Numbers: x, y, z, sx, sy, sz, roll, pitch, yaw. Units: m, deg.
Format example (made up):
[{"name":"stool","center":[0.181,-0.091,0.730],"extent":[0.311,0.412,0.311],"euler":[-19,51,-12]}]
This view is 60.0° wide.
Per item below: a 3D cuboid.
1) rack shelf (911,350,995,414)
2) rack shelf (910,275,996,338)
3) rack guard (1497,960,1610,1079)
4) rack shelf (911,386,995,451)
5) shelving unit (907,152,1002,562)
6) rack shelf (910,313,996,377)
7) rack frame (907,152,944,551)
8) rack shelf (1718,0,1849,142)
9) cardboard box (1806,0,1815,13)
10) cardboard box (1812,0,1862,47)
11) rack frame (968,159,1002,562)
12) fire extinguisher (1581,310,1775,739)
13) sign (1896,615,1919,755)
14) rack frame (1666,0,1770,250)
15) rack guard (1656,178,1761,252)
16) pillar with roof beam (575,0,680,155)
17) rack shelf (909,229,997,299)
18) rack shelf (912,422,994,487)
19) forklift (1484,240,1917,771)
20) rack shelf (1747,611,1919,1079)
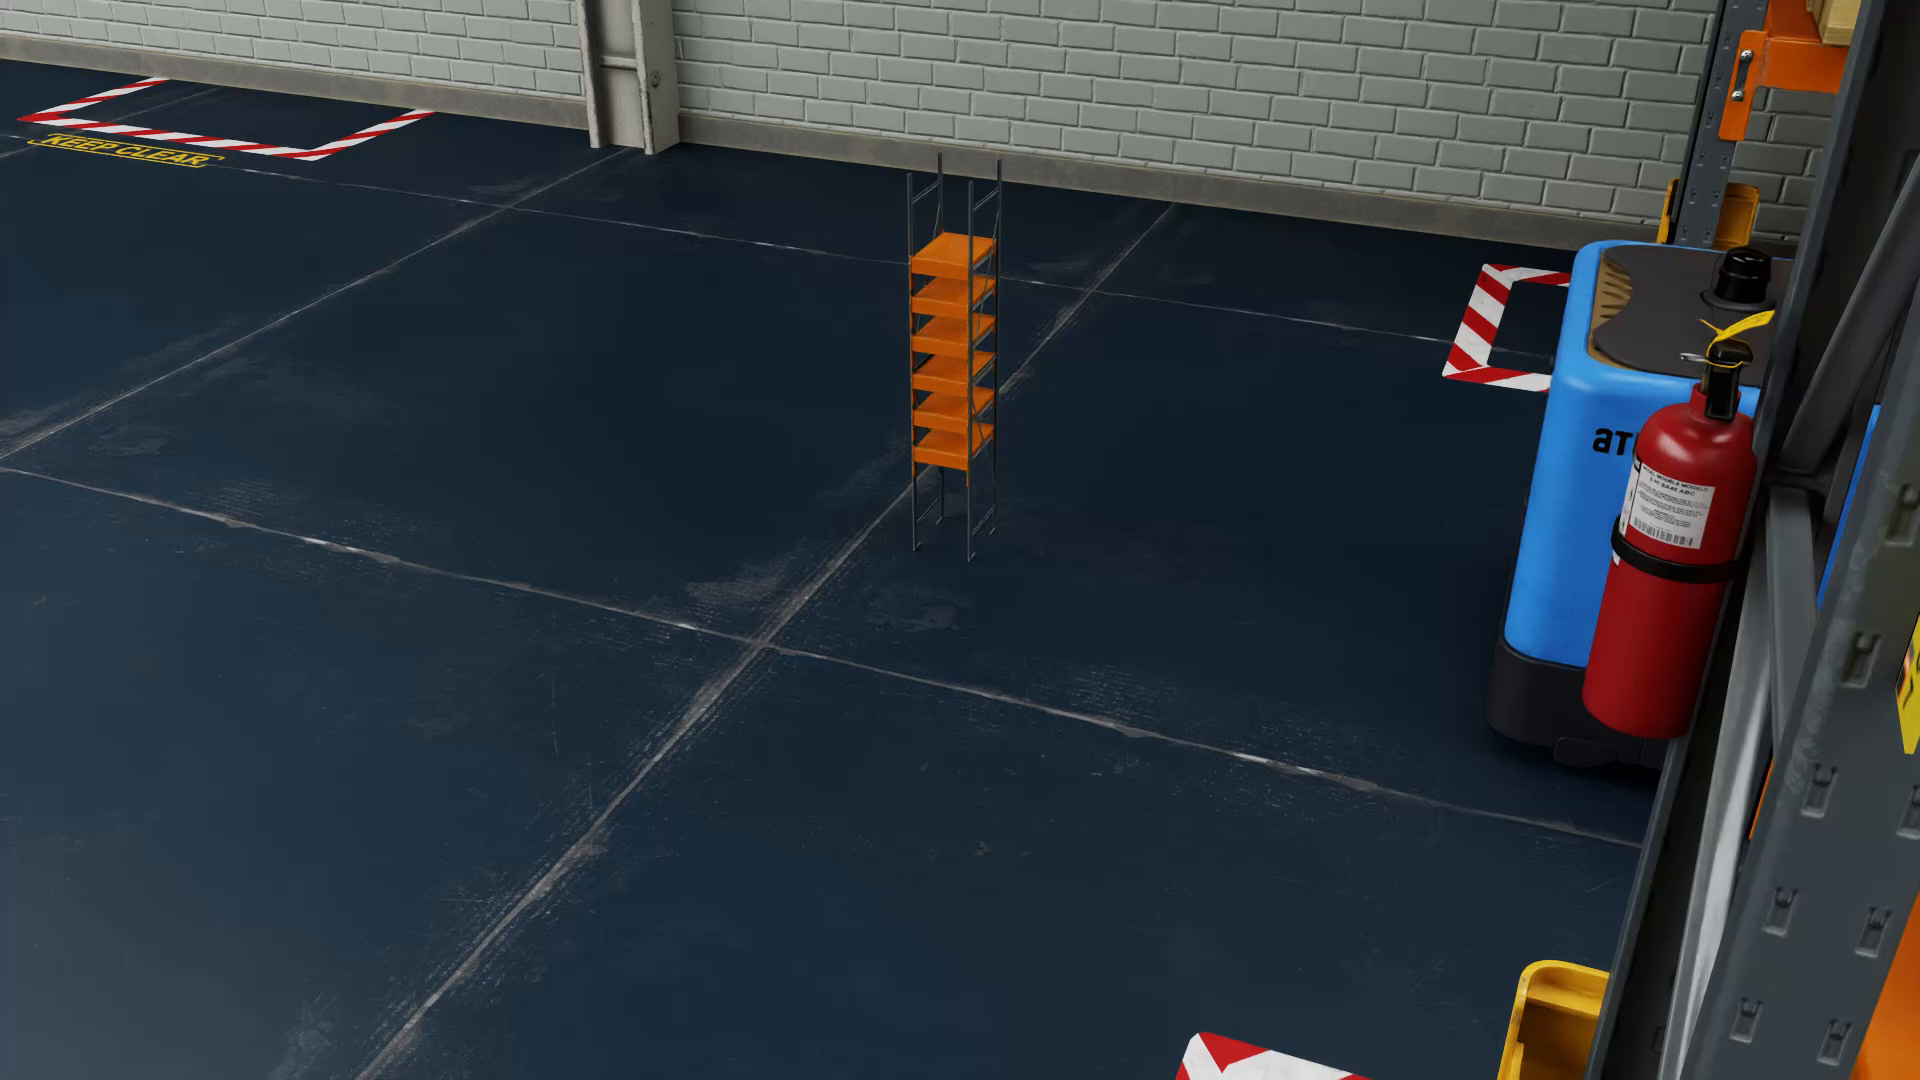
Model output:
[{"name":"rack shelf","center":[-0.013,-0.486,4.981],"extent":[0.180,0.103,0.258],"euler":[11,31,19]},{"name":"rack shelf","center":[-0.013,-0.695,4.863],"extent":[0.180,0.103,0.258],"euler":[11,31,19]},{"name":"rack guard","center":[0.939,1.245,2.539],"extent":[0.348,0.500,1.175],"euler":[11,31,19]},{"name":"rack shelf","center":[-0.013,-0.382,5.040],"extent":[0.180,0.103,0.258],"euler":[11,31,19]},{"name":"shelving unit","center":[-0.013,-0.525,4.959],"extent":[0.189,1.200,0.258],"euler":[11,31,19]},{"name":"rack shelf","center":[-0.013,-0.591,4.922],"extent":[0.180,0.103,0.258],"euler":[11,31,19]},{"name":"rack frame","center":[-0.098,-0.542,4.989],"extent":[0.006,1.200,0.240],"euler":[11,31,19]},{"name":"rack shelf","center":[4.674,-1.415,5.435],"extent":[4.000,0.370,1.077],"euler":[11,31,19]},{"name":"cardboard box","center":[3.327,-2.043,5.948],"extent":[0.500,0.250,0.500],"euler":[12,32,20]},{"name":"cardboard box","center":[3.154,-1.806,5.529],"extent":[0.500,0.250,0.500],"euler":[10,31,18]},{"name":"rack frame","center":[0.071,-0.508,4.930],"extent":[0.006,1.200,0.240],"euler":[11,31,19]},{"name":"fire extinguisher","center":[1.027,-0.038,2.348],"extent":[0.183,0.674,0.296],"euler":[11,31,19]},{"name":"sign","center":[0.747,0.002,1.237],"extent":[0.005,0.325,0.100],"euler":[11,31,19]},{"name":"rack frame","center":[2.821,-2.098,5.913],"extent":[0.127,3.000,1.000],"euler":[11,31,19]},{"name":"rack guard","center":[2.891,-0.996,6.503],"extent":[0.348,0.500,1.175],"euler":[11,31,19]},{"name":"pillar with roof beam","center":[-3.384,-4.121,3.397],"extent":[0.400,9.000,9.100],"euler":[11,31,19]},{"name":"rack shelf","center":[-0.013,-0.800,4.804],"extent":[0.180,0.103,0.258],"euler":[11,31,19]},{"name":"rack shelf","center":[-0.013,-0.277,5.099],"extent":[0.180,0.103,0.258],"euler":[11,31,19]},{"name":"forklift","center":[2.925,-0.694,3.498],"extent":[3.031,2.935,1.130],"euler":[11,31,18]},{"name":"rack shelf","center":[2.815,0.845,1.438],"extent":[4.000,0.370,1.077],"euler":[11,31,19]}]
